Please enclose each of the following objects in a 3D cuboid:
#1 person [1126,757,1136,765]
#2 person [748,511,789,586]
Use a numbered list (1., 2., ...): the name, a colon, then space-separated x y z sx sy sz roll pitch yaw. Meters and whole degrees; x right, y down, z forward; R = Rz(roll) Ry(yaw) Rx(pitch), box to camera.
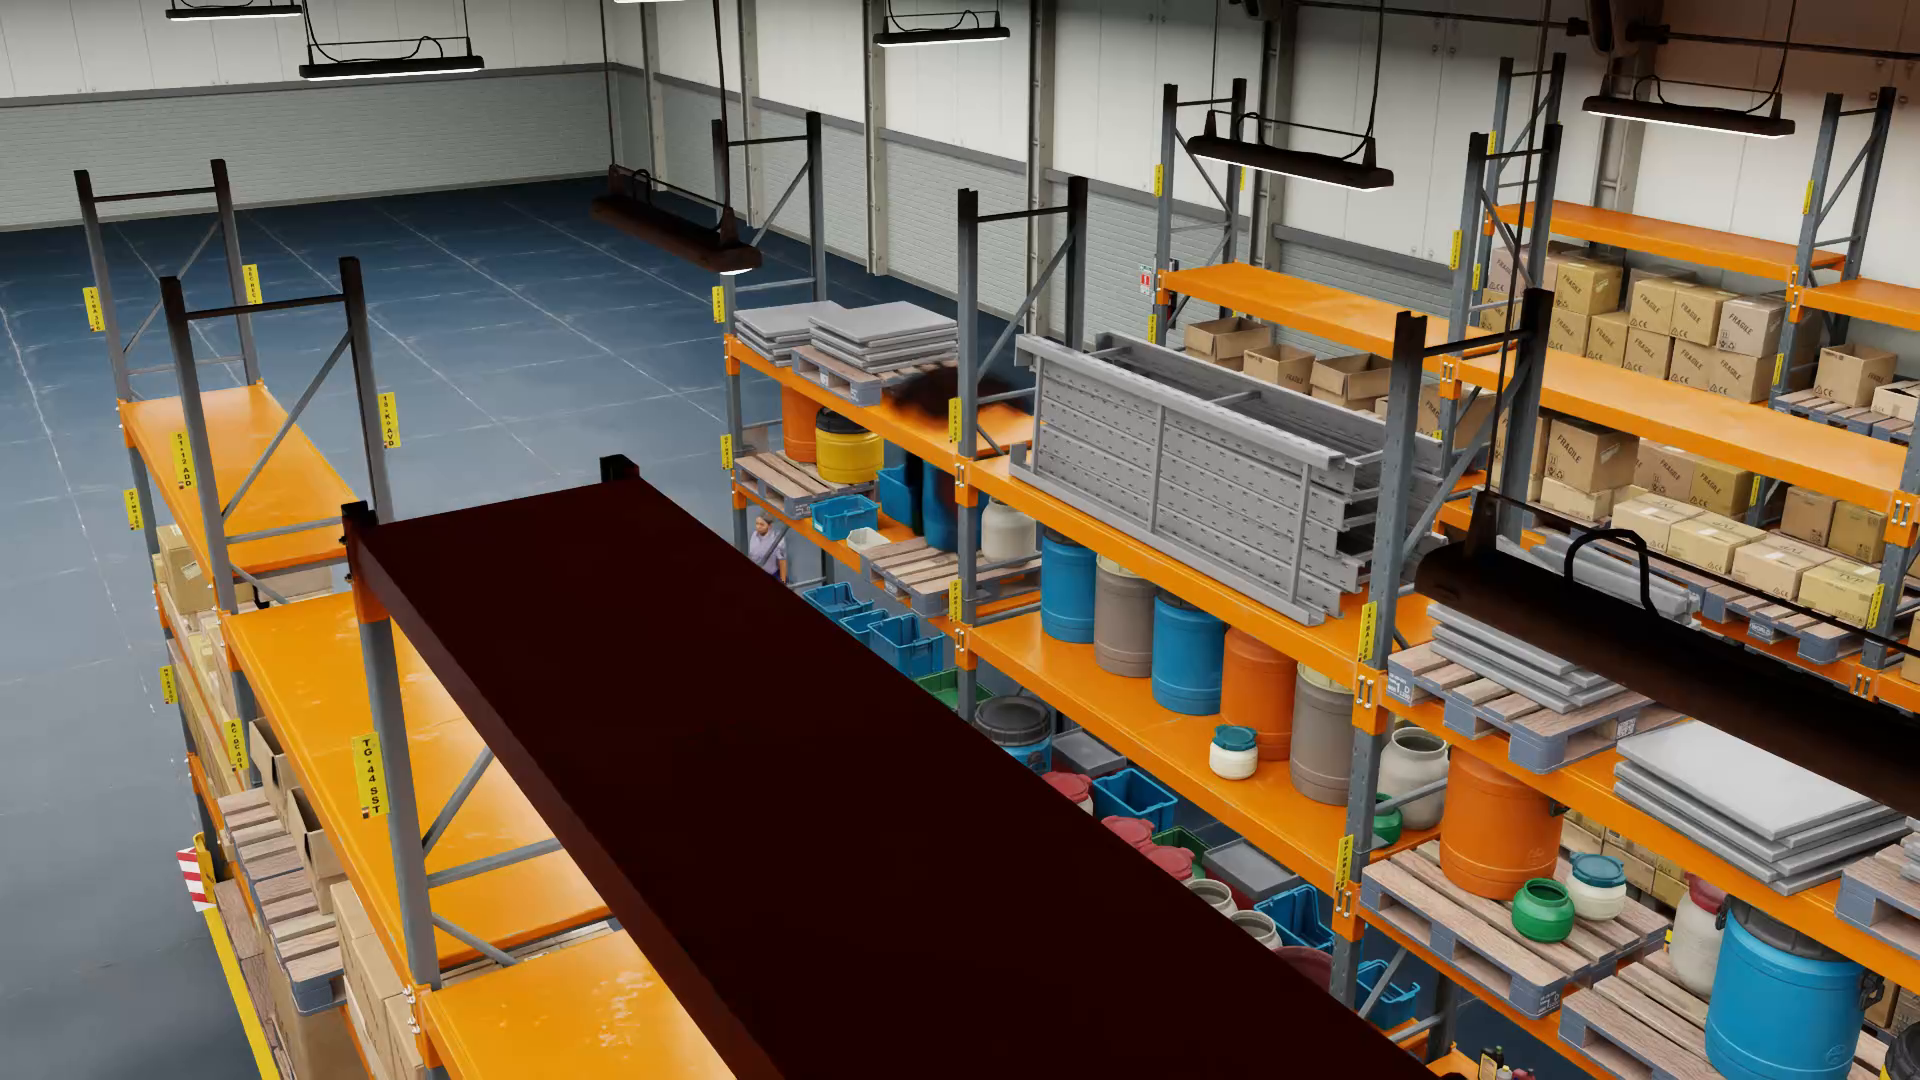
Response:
1. person: 1.767 1.366 15.732 0.509 1.719 0.633 2 22 6
2. person: -2.083 0.480 18.080 0.573 1.703 0.360 18 28 38
